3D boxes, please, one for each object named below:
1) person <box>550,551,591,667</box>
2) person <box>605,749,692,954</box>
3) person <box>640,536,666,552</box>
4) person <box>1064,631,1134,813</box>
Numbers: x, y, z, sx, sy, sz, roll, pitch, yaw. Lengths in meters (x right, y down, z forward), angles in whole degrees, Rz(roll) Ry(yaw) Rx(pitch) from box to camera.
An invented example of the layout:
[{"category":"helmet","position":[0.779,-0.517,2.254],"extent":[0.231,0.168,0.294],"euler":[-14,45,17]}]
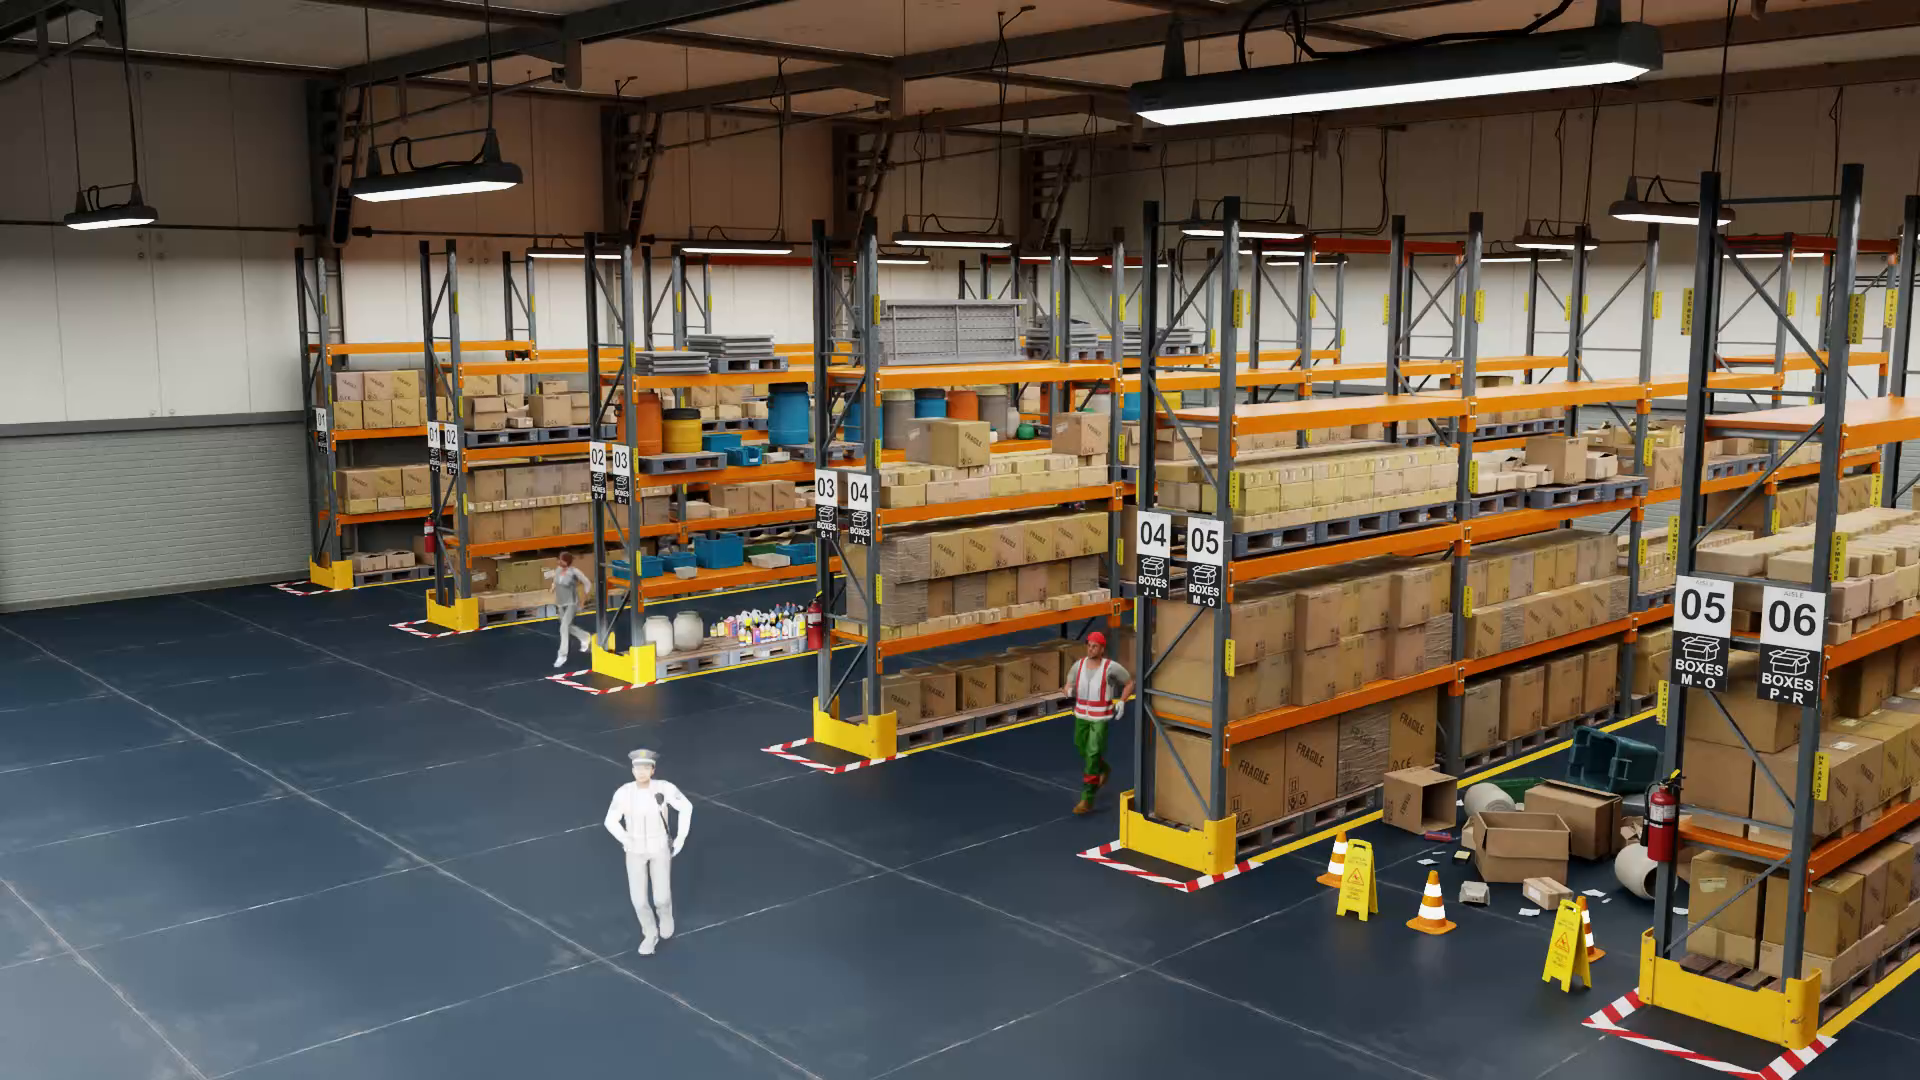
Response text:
[{"category":"person","position":[-5.533,0.941,23.597],"extent":[0.576,1.604,0.823],"euler":[5,10,29]},{"category":"person","position":[-2.442,2.448,13.018],"extent":[0.667,1.667,0.526],"euler":[-1,8,-5]},{"category":"person","position":[-5.819,-0.202,31.316],"extent":[0.773,1.635,0.631],"euler":[-8,12,-44]},{"category":"person","position":[1.363,1.800,16.876],"extent":[0.666,1.763,0.985],"euler":[5,10,32]}]
